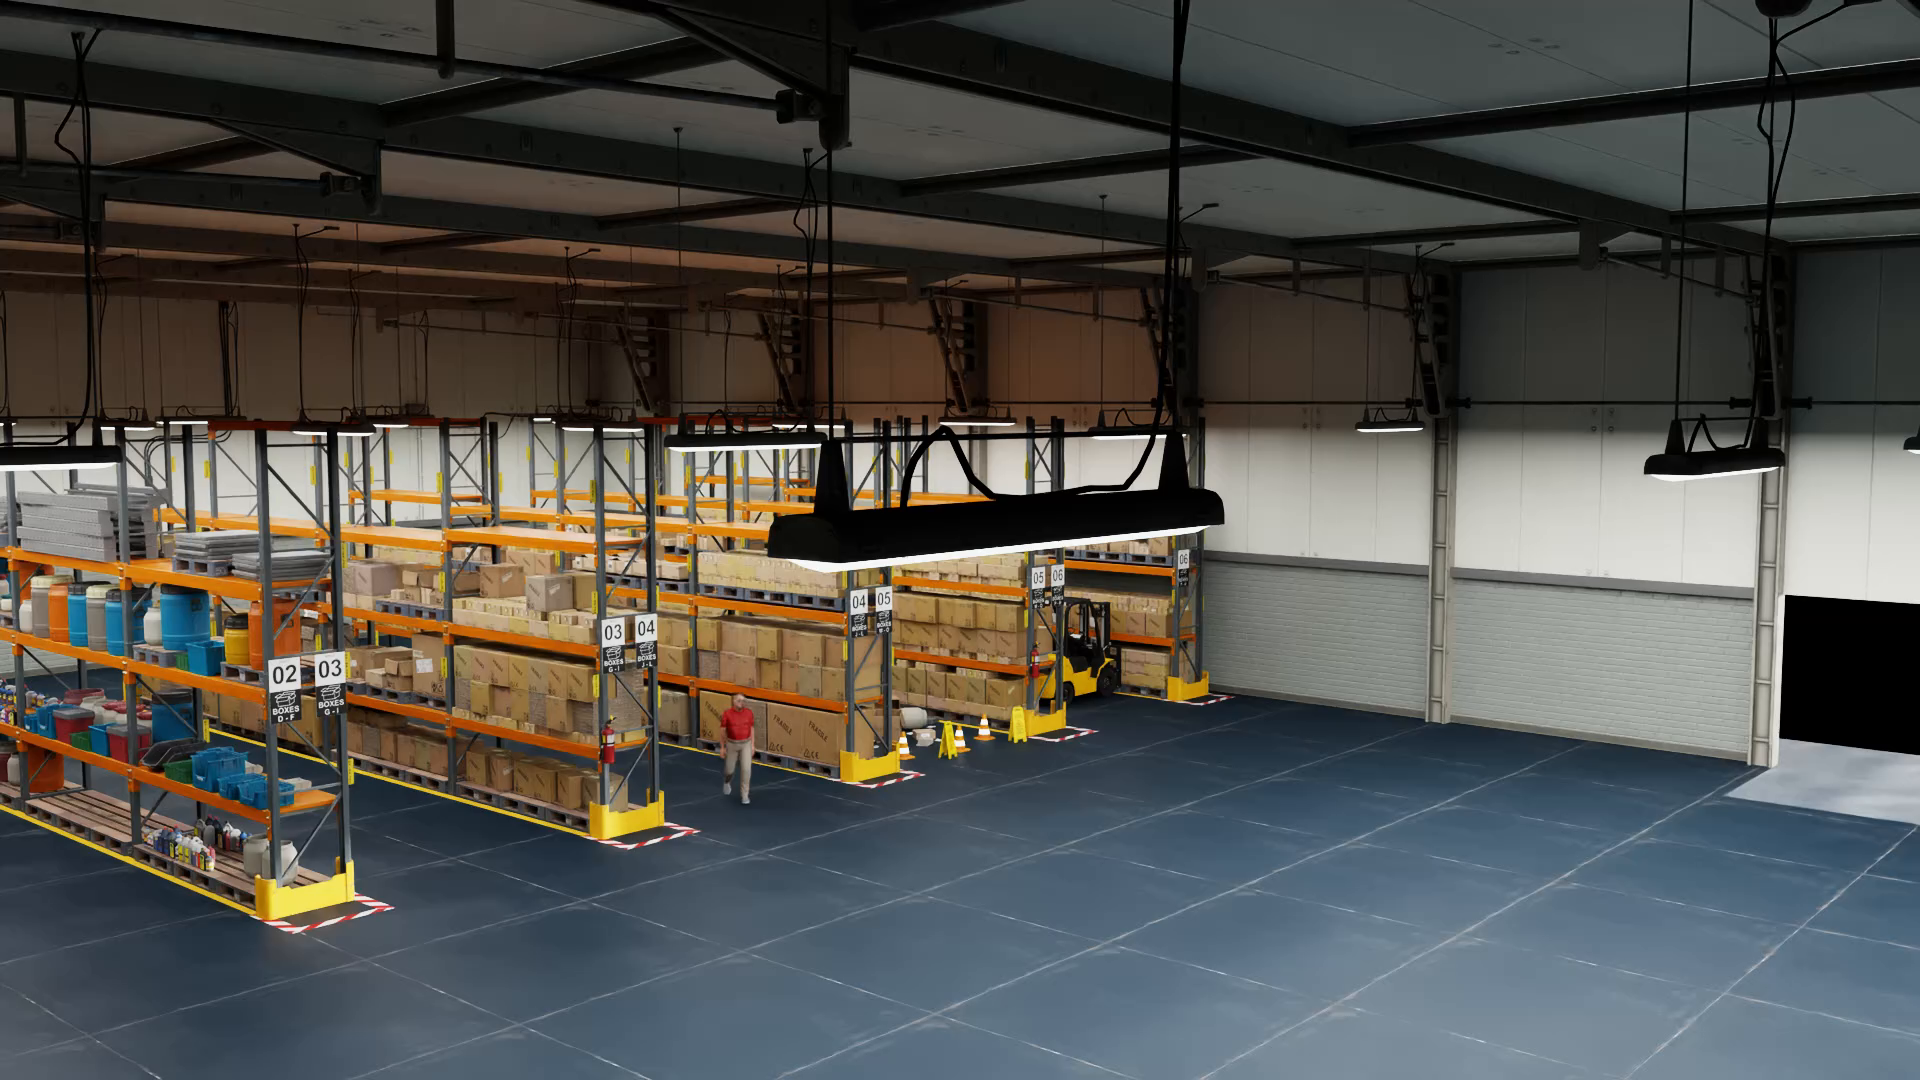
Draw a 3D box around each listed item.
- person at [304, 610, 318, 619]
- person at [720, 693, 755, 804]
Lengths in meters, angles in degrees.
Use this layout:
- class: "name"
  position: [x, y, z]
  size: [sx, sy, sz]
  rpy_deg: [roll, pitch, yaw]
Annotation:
- class: "person"
  position: [-15.807, 2.121, 40.696]
  size: [0.453, 1.620, 1.062]
  rpy_deg: [-2, 5, -18]
- class: "person"
  position: [-3.529, 3.276, 26.349]
  size: [0.579, 1.702, 0.771]
  rpy_deg: [-2, 5, -19]
